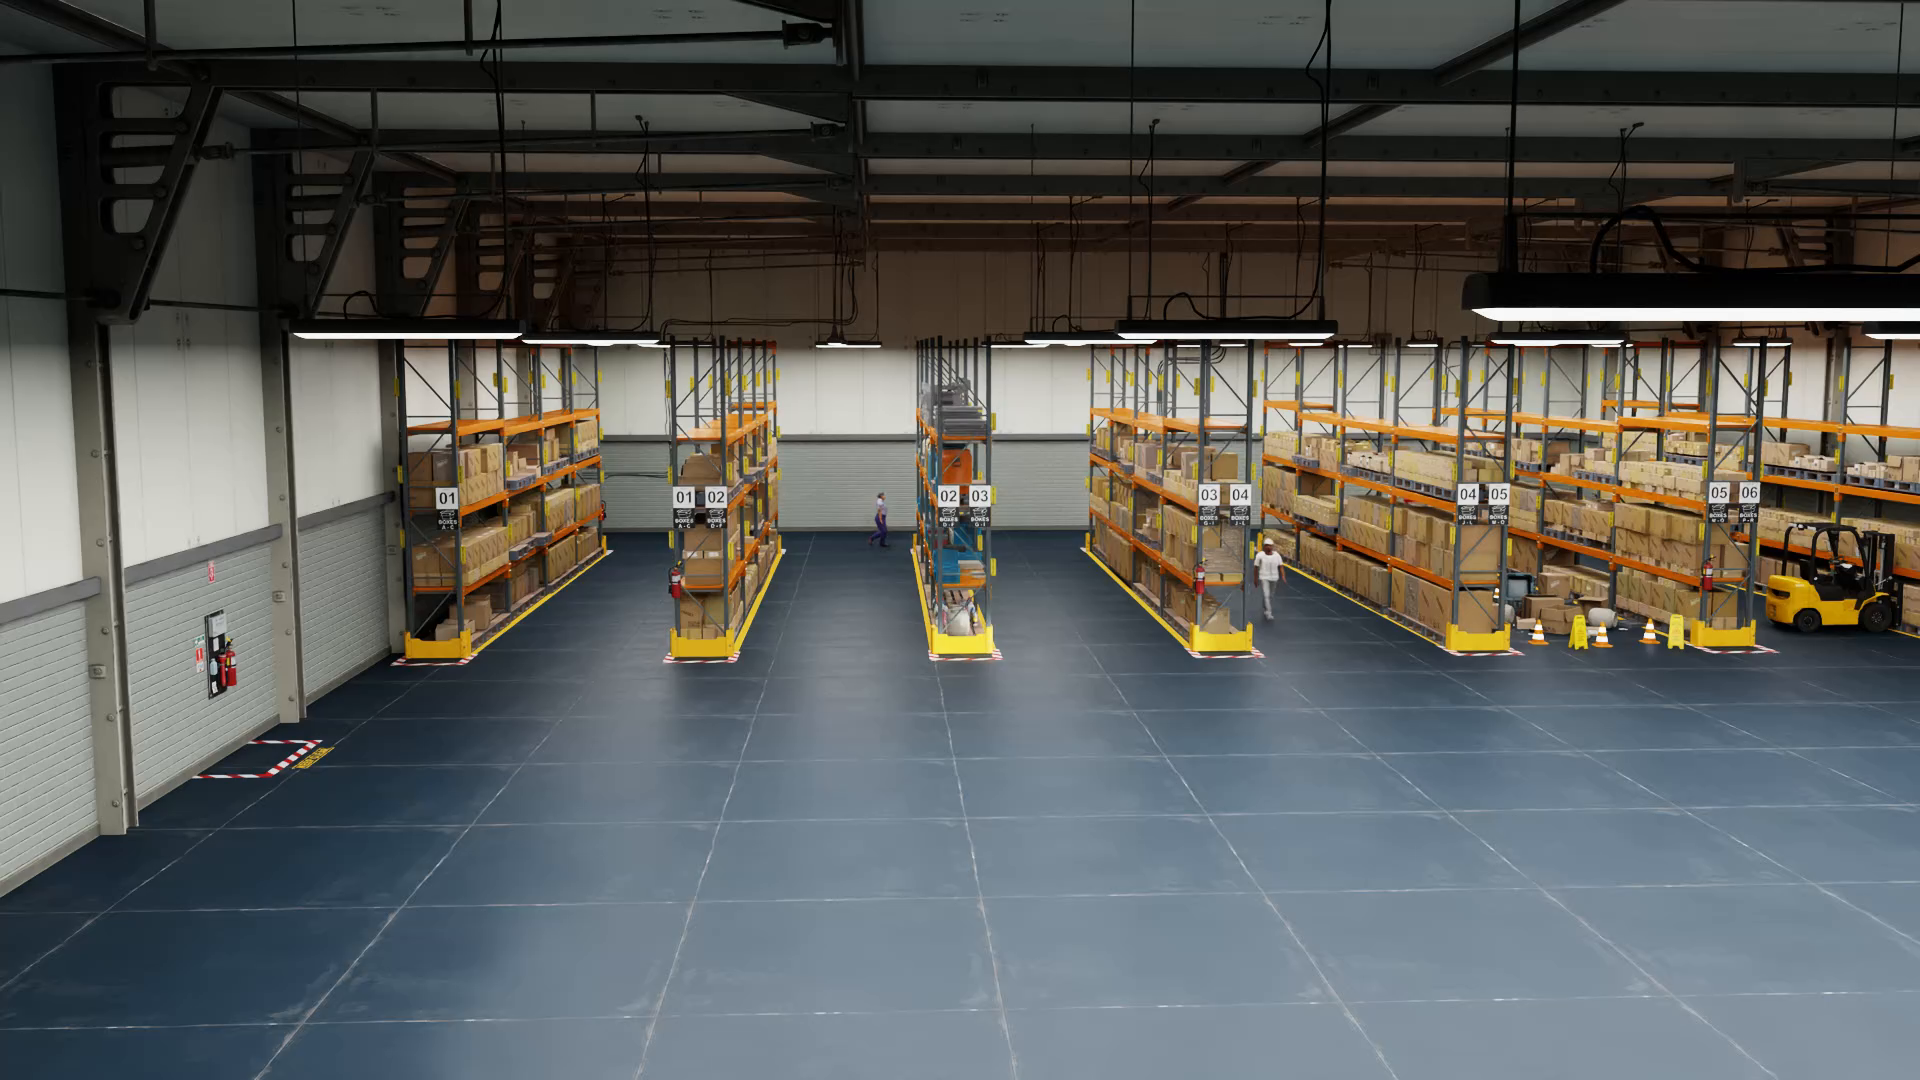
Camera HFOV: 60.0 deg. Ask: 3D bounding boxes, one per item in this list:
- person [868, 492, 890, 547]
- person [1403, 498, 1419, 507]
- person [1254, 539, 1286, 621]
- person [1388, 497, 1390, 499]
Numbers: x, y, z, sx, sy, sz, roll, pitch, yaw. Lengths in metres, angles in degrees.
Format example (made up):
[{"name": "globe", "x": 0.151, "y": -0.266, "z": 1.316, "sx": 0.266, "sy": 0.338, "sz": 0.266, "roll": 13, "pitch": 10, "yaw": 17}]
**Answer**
[{"name": "person", "x": -2.361, "y": -0.589, "z": 48.316, "sx": 0.637, "sy": 1.637, "sz": 0.524, "roll": 0, "pitch": 6, "yaw": -2}, {"name": "person", "x": 14.205, "y": -1.068, "z": 52.328, "sx": 0.991, "sy": 1.684, "sz": 0.536, "roll": -2, "pitch": 7, "yaw": -14}, {"name": "person", "x": 6.617, "y": 0.832, "z": 35.416, "sx": 0.595, "sy": 1.716, "sz": 1.031, "roll": -1, "pitch": 7, "yaw": -8}, {"name": "person", "x": 12.283, "y": -0.466, "z": 47.048, "sx": 0.868, "sy": 1.696, "sz": 0.510, "roll": 5, "pitch": 8, "yaw": 35}]
